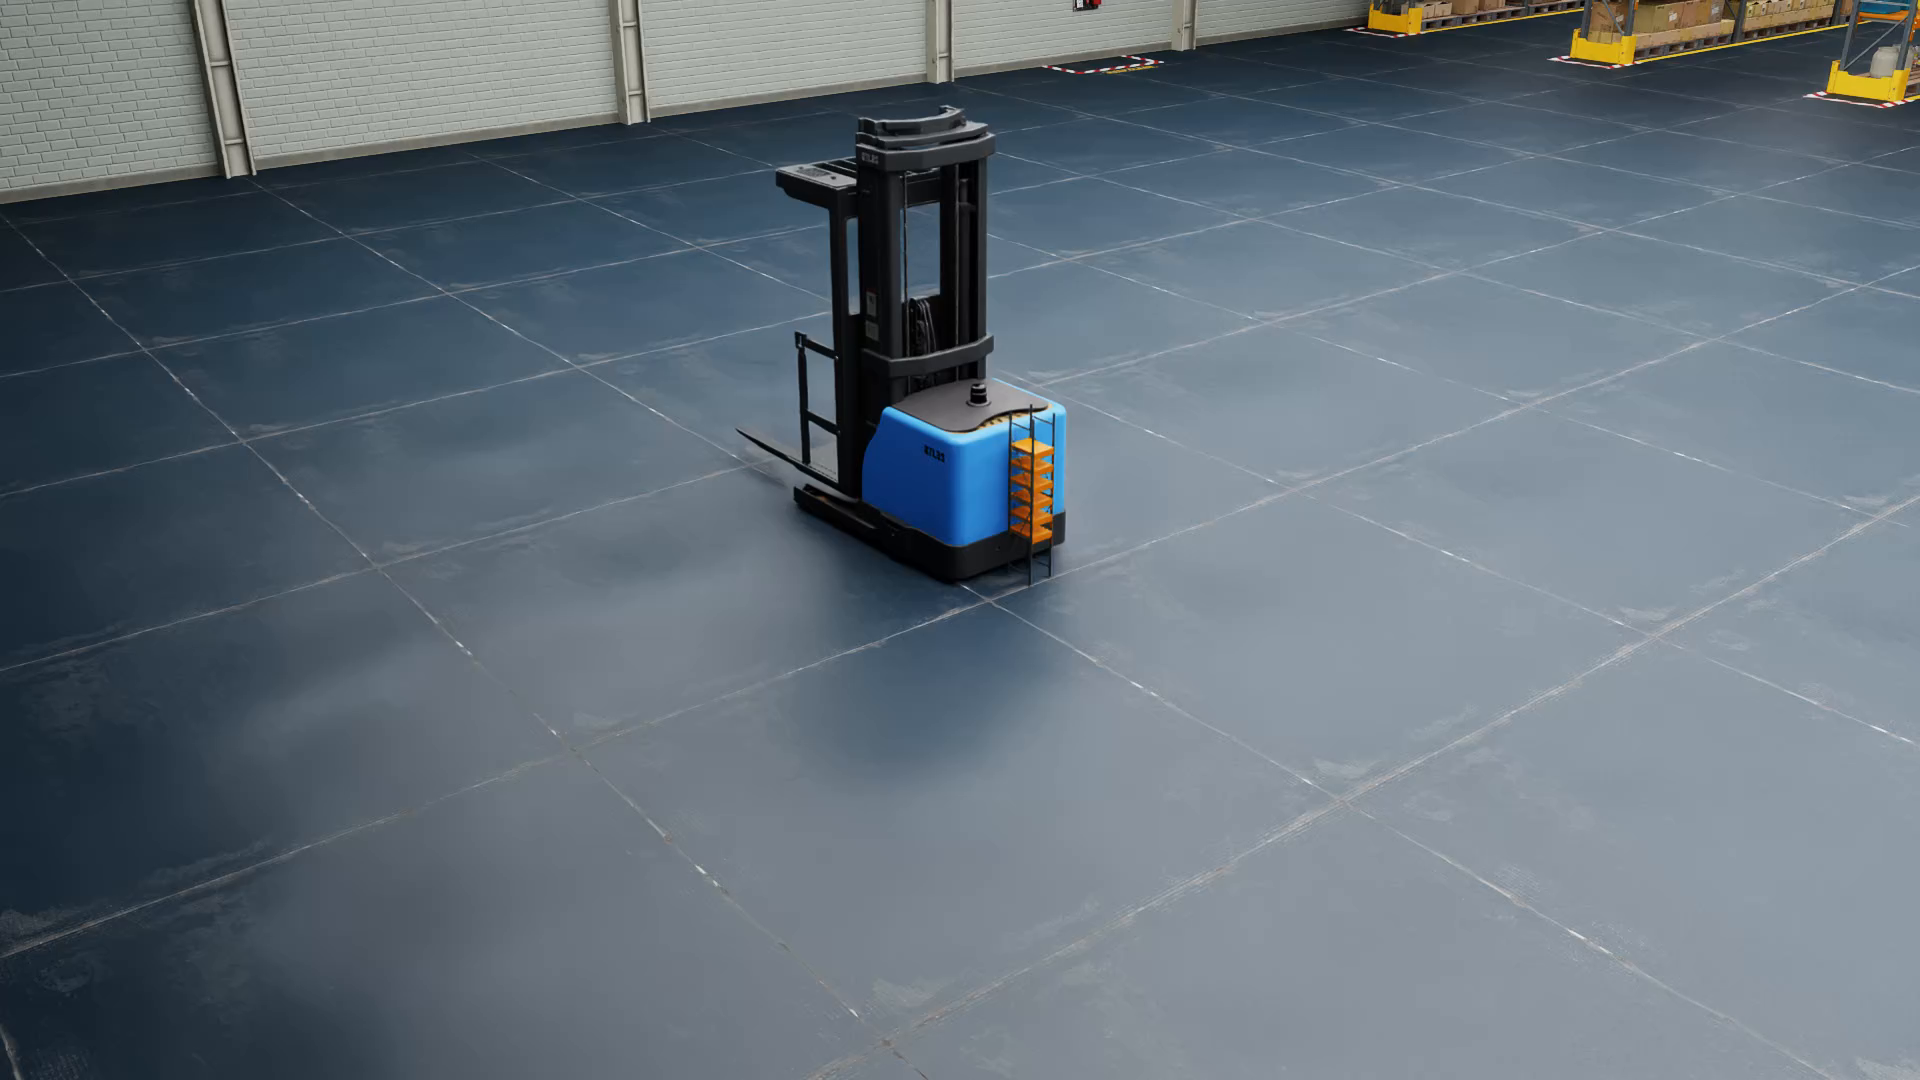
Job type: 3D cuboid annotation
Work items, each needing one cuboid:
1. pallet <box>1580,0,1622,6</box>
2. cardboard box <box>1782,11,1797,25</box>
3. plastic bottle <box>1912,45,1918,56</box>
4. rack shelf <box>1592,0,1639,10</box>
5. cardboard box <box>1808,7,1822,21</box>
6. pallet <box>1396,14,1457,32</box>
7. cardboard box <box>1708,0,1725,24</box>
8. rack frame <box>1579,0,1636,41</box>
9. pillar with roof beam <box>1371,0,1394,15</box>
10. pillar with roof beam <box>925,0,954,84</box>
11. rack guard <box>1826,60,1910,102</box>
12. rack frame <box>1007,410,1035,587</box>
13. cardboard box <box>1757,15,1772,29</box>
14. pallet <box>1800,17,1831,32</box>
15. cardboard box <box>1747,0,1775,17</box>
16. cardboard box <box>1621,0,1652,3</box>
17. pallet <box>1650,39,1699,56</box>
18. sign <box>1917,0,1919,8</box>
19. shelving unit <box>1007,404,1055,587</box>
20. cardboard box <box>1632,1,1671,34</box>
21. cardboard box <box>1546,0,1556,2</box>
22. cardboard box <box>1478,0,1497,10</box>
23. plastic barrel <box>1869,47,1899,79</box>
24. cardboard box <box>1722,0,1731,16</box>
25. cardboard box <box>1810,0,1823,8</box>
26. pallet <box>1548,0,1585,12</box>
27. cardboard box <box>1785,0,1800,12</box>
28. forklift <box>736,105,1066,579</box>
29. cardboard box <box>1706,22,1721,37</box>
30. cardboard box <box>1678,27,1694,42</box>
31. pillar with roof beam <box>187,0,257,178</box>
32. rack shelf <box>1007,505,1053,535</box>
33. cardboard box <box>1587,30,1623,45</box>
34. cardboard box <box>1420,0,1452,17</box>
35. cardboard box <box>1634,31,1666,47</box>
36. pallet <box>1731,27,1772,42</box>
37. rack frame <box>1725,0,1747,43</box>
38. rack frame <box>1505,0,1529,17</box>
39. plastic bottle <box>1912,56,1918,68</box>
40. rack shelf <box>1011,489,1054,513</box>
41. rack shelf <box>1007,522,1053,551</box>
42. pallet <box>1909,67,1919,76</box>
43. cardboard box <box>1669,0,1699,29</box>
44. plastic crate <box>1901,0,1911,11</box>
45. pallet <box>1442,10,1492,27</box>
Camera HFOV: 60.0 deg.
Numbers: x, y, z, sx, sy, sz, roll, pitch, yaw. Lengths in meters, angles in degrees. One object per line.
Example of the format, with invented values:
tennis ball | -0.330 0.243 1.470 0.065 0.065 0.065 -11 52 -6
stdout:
pallet | 14.756 -12.696 38.982 1.213 0.211 1.003 -18 31 -34
cardboard box | 16.964 -10.850 34.460 0.500 0.250 0.500 -18 30 -33
plastic bottle | 16.817 -8.560 29.383 0.185 0.351 0.144 -17 30 -32
rack shelf | 13.710 -10.638 32.091 4.000 0.370 1.077 -18 31 -34
cardboard box | 17.765 -11.114 35.029 0.500 0.250 0.500 -19 31 -35
pallet | 9.797 -11.039 35.413 1.213 0.211 1.003 -18 31 -34
cardboard box | 14.653 -10.449 32.705 0.500 0.500 0.500 -18 31 -34
rack frame | 12.136 -10.445 30.820 0.127 3.000 1.000 -18 31 -34
pillar with roof beam | 11.750 -13.849 31.027 0.400 9.000 9.100 -18 31 -34
pillar with roof beam | 2.307 -10.731 24.311 0.400 9.000 9.100 -18 31 -34
rack guard | 15.221 -7.705 27.885 0.348 0.500 1.175 -18 31 -34
rack frame | 0.401 -0.267 11.027 0.006 1.200 0.240 -20 31 -36
cardboard box | 16.157 -10.583 33.884 0.500 0.250 0.500 -17 30 -33
pallet | 17.760 -11.057 35.452 1.213 0.211 1.003 -18 31 -34
cardboard box | 16.160 -10.835 33.761 0.500 0.311 0.500 -19 31 -35
cardboard box | 13.152 -10.231 32.236 0.500 0.500 0.500 -18 31 -34
pallet | 13.672 -9.708 32.544 1.213 0.211 1.003 -18 31 -34
sign | 15.526 -8.745 26.829 0.005 0.325 0.100 -18 31 -34
shelving unit | 0.471 -0.292 11.081 0.189 1.200 0.258 -20 31 -36
cardboard box | 13.088 -9.925 31.575 0.500 0.500 0.500 -18 31 -34
cardboard box | 13.169 -12.538 37.775 0.500 0.500 0.700 -19 31 -35
cardboard box | 11.432 -11.907 36.417 0.500 0.500 0.500 -21 32 -38
plastic barrel | 15.661 -8.062 28.141 0.421 0.512 0.421 0 25 0
cardboard box | 15.426 -10.882 33.863 0.500 0.311 0.500 -18 31 -34
cardboard box | 17.766 -11.366 34.906 0.500 0.311 0.500 -19 31 -35
pallet | 13.797 -12.381 38.303 1.213 0.211 1.003 -18 31 -34
cardboard box | 16.972 -11.106 34.346 0.500 0.311 0.500 -17 30 -33
forklift | -0.580 -1.618 11.881 1.130 2.935 3.031 -19 31 -35
cardboard box | 14.654 -10.108 32.861 0.500 0.250 0.500 -18 31 -34
cardboard box | 13.877 -9.843 32.290 0.500 0.250 0.500 -18 31 -34
pillar with roof beam | -7.136 -7.614 17.594 0.400 9.000 9.100 -18 31 -34
rack shelf | 0.471 -0.143 11.150 0.180 0.103 0.258 -20 31 -36
cardboard box | 12.376 -9.626 31.822 0.500 0.250 0.500 -18 31 -34
cardboard box | 10.125 -11.363 35.470 0.500 0.311 0.500 -15 29 -30
cardboard box | 13.087 -9.585 31.735 0.500 0.250 0.500 -18 31 -34
pallet | 15.840 -10.424 34.086 1.213 0.211 1.003 -18 31 -34
rack frame | 15.284 -11.484 33.059 0.127 3.000 1.000 -18 31 -34
rack frame | 12.224 -13.124 36.593 0.127 3.000 1.000 -18 31 -34
plastic bottle | 16.781 -8.412 29.240 0.097 0.201 0.097 0 25 0
rack shelf | 0.471 -0.252 11.100 0.180 0.103 0.258 -20 31 -36
rack shelf | 0.471 -0.034 11.201 0.180 0.103 0.258 -20 31 -36
pallet | 16.823 -8.098 29.076 1.213 0.211 1.003 -18 31 -34
cardboard box | 13.877 -10.183 32.132 0.500 0.500 0.500 -18 31 -34
plastic crate | 15.914 -9.132 28.167 0.408 0.251 0.499 -18 31 -34
pallet | 10.757 -11.355 36.092 1.213 0.211 1.003 -18 31 -34
